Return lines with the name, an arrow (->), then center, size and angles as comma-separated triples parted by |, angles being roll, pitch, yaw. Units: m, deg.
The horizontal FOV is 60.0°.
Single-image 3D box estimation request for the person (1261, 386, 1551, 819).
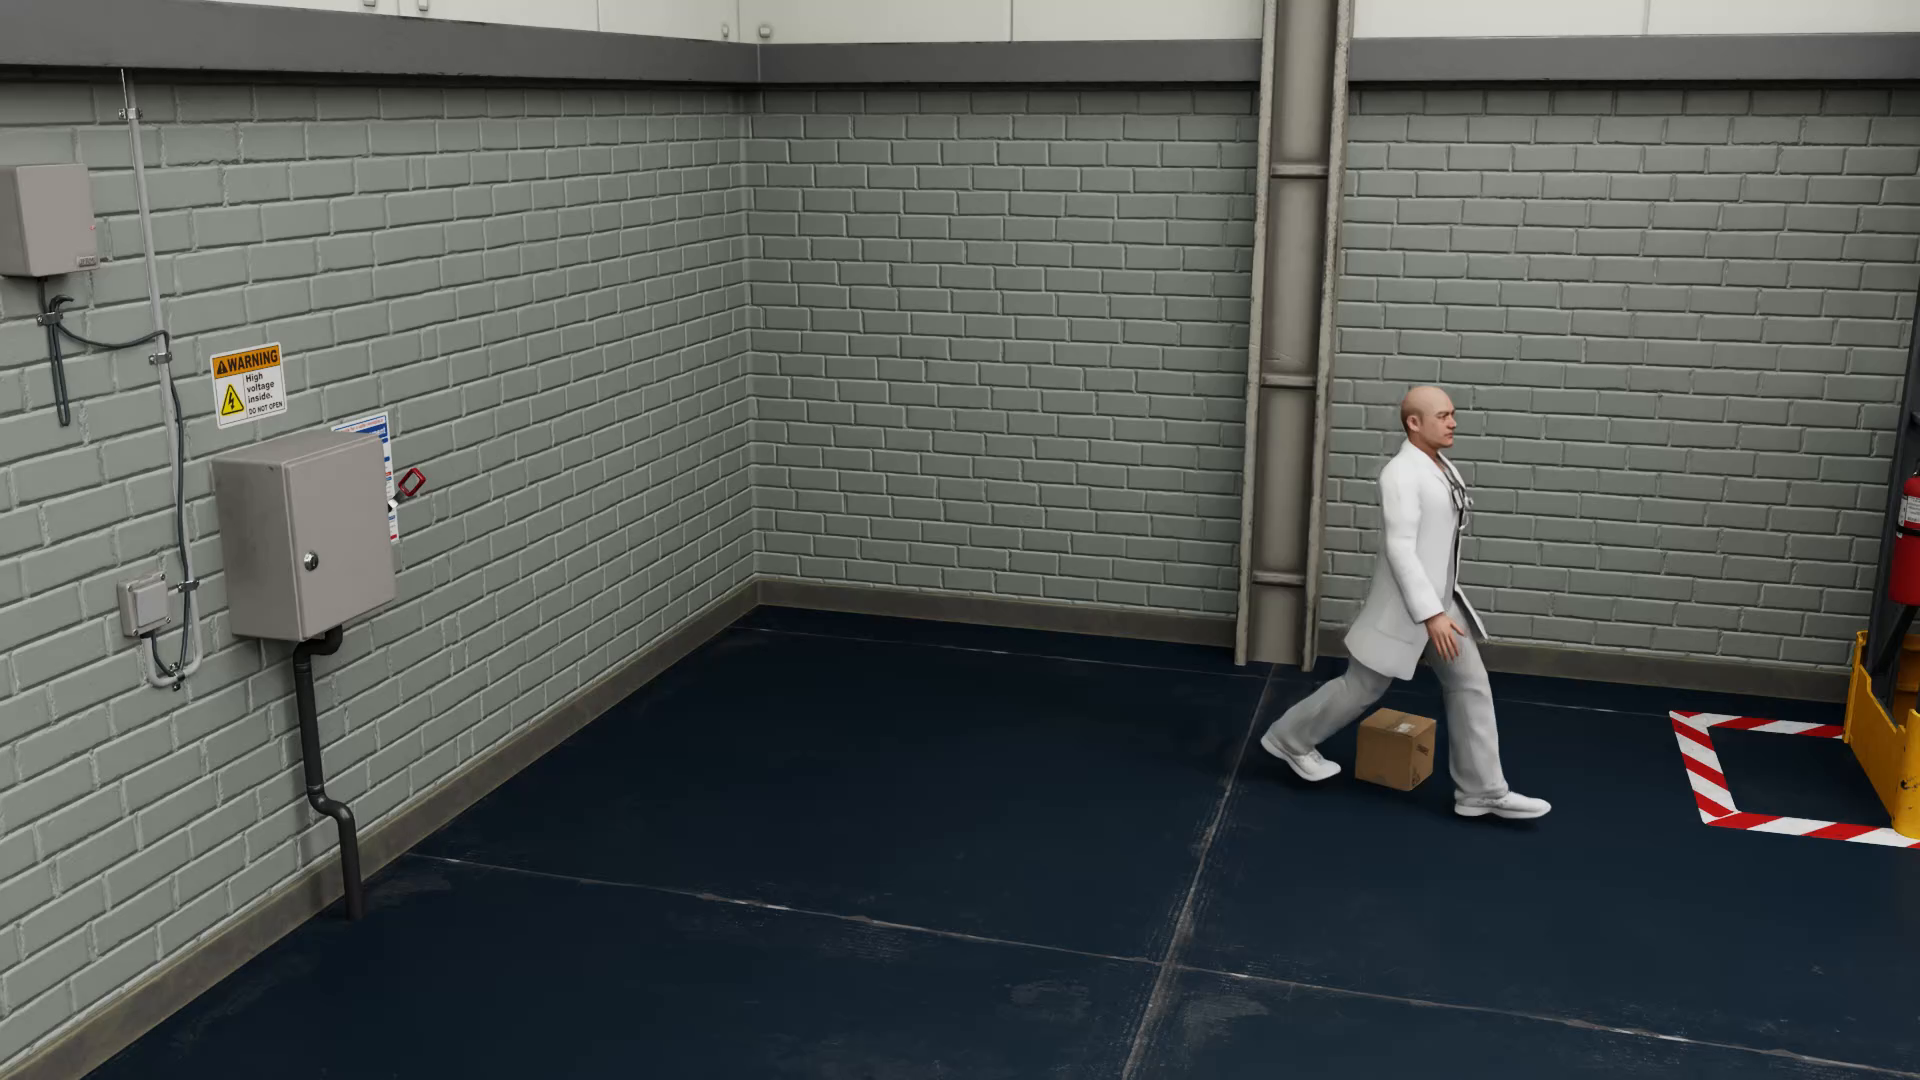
person -> 1.803, 0.243, 6.645 | 1.175, 1.727, 0.625 | 11, 19, 37
